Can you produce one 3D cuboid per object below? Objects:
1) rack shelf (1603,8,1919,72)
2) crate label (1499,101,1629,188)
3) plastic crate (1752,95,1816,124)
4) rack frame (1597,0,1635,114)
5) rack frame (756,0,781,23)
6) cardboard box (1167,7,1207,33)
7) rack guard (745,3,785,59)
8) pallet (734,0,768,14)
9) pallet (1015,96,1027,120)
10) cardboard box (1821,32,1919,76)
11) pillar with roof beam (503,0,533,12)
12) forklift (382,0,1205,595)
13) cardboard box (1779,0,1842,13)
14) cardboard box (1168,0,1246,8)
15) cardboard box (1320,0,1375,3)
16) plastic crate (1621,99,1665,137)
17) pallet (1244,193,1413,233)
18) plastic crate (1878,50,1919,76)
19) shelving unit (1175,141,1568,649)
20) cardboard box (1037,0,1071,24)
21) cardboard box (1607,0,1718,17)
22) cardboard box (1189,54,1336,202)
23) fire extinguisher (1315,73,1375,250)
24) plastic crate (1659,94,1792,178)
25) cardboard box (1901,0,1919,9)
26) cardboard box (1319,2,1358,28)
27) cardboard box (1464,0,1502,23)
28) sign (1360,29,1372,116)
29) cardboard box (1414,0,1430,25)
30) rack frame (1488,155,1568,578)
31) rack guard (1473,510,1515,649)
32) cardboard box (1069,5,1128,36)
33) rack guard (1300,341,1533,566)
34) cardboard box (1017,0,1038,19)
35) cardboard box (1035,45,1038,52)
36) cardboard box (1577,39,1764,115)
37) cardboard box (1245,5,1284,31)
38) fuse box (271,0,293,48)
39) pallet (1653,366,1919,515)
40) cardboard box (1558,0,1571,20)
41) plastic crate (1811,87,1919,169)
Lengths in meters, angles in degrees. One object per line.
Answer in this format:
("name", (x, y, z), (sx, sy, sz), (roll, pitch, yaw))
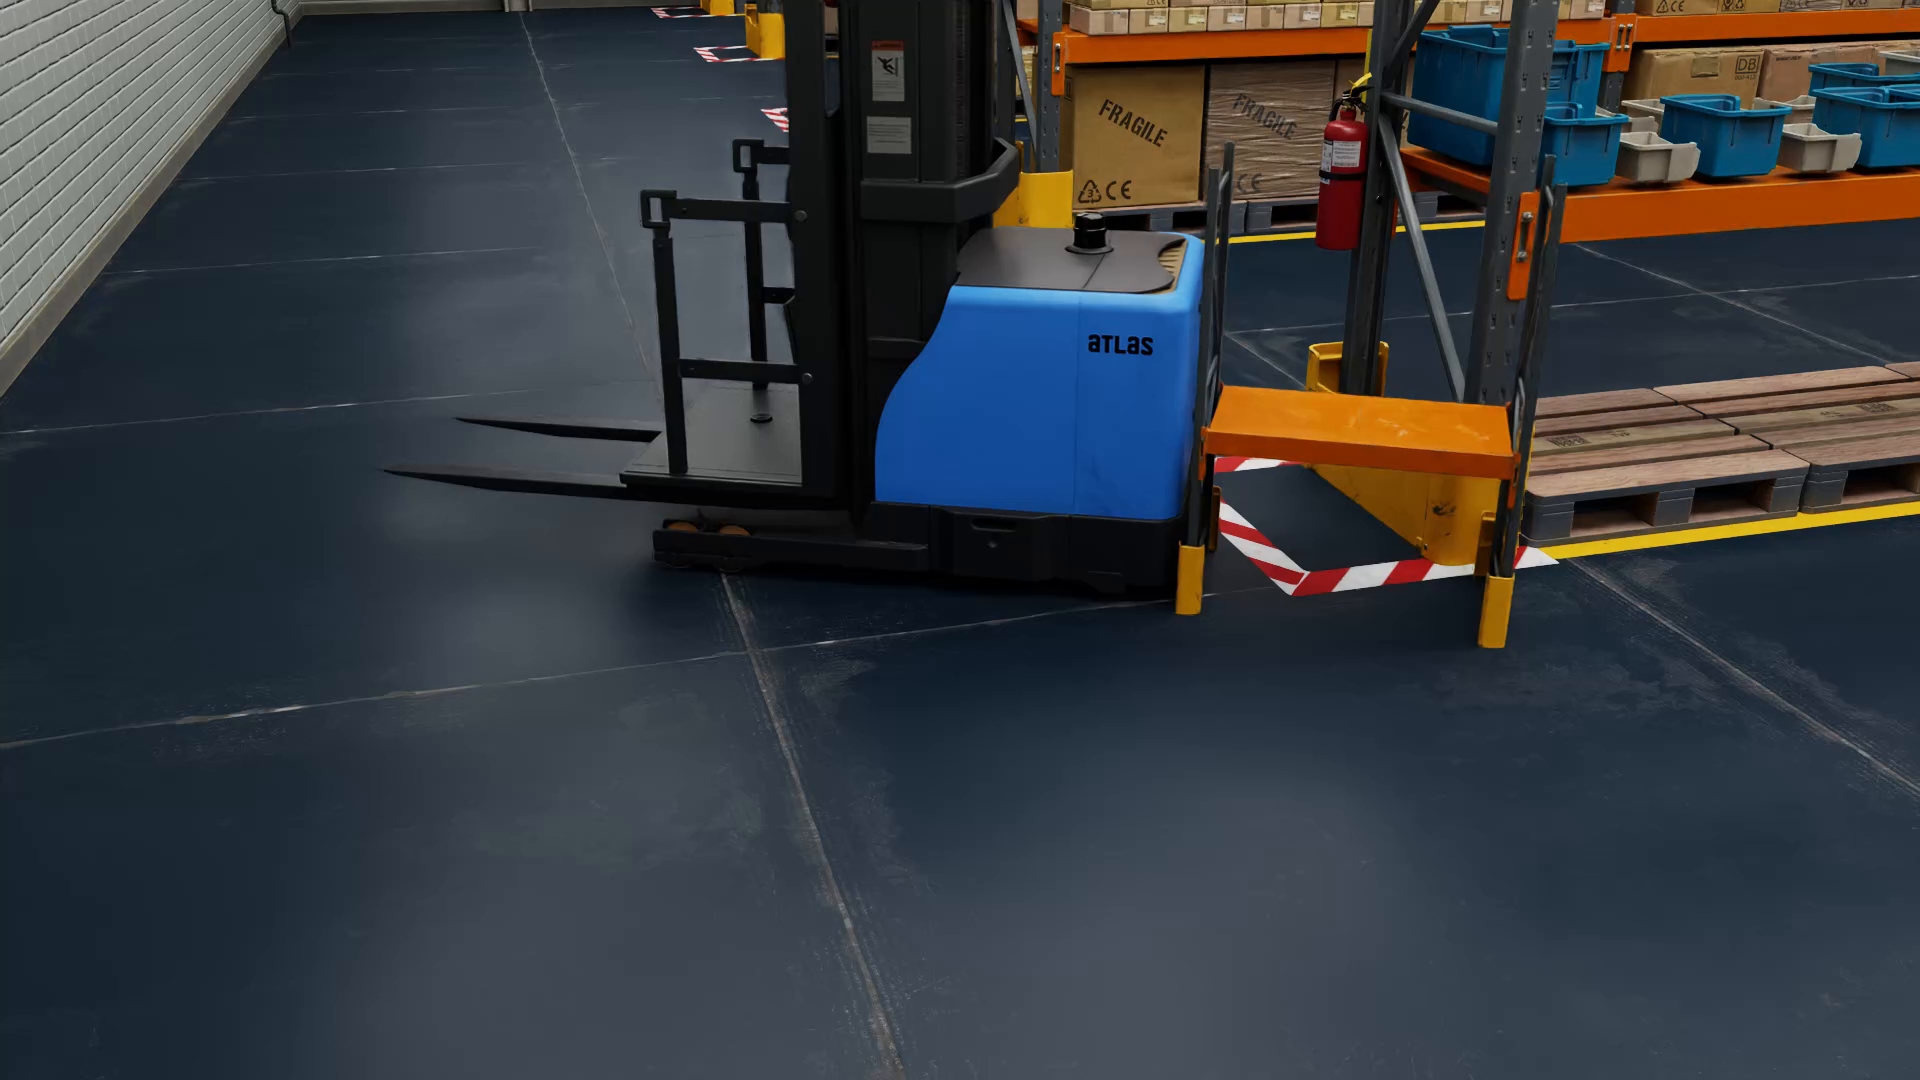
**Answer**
("rack shelf", (6.198, -3.714, 12.015), (4.000, 0.370, 1.077), (-6, 24, -14))
("crate label", (2.086, -1.377, 5.792), (0.303, 0.233, 0.416), (-6, 24, -14))
("plastic crate", (3.320, -1.690, 6.644), (0.250, 0.136, 0.298), (-6, 24, -14))
("rack frame", (4.272, -3.832, 11.376), (0.127, 3.000, 1.000), (-6, 24, -14))
("rack frame", (-2.256, -7.168, 19.152), (0.127, 3.000, 1.000), (-6, 24, -14))
("cardboard box", (1.345, -3.258, 10.358), (0.250, 0.149, 0.380), (-7, 24, -16))
("rack guard", (-2.279, -6.017, 19.639), (0.348, 0.500, 1.175), (-6, 24, -14))
("pallet", (-2.760, -7.864, 24.310), (1.213, 0.211, 1.003), (-6, 24, -14))
("pallet", (0.043, -4.099, 15.536), (1.213, 0.211, 1.003), (-6, 24, -14))
("cardboard box", (6.593, -3.317, 12.338), (0.875, 0.875, 1.225), (-6, 24, -14))
("pillar with roof beam", (-5.277, -10.230, 18.679), (0.400, 9.000, 9.100), (-6, 24, -14))
("forklift", (-0.644, -1.427, 5.860), (3.031, 2.935, 1.130), (4, 24, 10))
("cardboard box", (5.748, -3.939, 11.499), (0.500, 0.500, 0.500), (-7, 24, -16))
("cardboard box", (1.455, -3.480, 10.369), (0.500, 0.250, 0.500), (-7, 24, -15))
("cardboard box", (2.440, -3.590, 10.625), (0.500, 0.250, 0.500), (-7, 24, -15))
("plastic crate", (2.778, -1.613, 6.463), (0.243, 0.136, 0.396), (-6, 24, -14))
("pallet", (2.342, -2.368, 11.500), (1.213, 0.211, 1.003), (-6, 24, -14))
("plastic crate", (4.090, -1.832, 6.789), (0.530, 0.282, 0.437), (-6, 24, -14))
("shelving unit", (1.325, -0.498, 5.508), (1.083, 1.500, 0.587), (6, 24, 13))
("cardboard box", (0.675, -3.453, 10.813), (0.250, 0.149, 0.380), (-6, 24, -13))
("cardboard box", (4.783, -3.832, 11.250), (0.500, 0.500, 0.500), (-6, 24, -14))
("cardboard box", (1.892, -2.818, 11.175), (0.875, 0.875, 0.875), (-6, 24, -14))
("fire extinguisher", (1.491, -1.475, 6.454), (0.183, 0.674, 0.296), (-6, 24, -14))
("plastic crate", (2.719, -1.447, 5.956), (0.300, 0.233, 0.416), (-6, 24, -14))
("cardboard box", (6.735, -4.050, 11.757), (0.500, 0.500, 0.500), (-7, 24, -16))
("cardboard box", (2.333, -3.367, 10.612), (0.250, 0.149, 0.380), (-7, 24, -16))
("cardboard box", (3.325, -3.477, 10.869), (0.250, 0.149, 0.380), (-6, 24, -13))
("sign", (1.595, -1.807, 6.451), (0.005, 0.325, 0.100), (-6, 24, -14))
("cardboard box", (2.830, -3.423, 10.741), (0.250, 0.149, 0.380), (-7, 24, -15))
("rack frame", (1.827, -0.447, 5.391), (0.032, 1.500, 0.500), (6, 24, 13))
("rack guard", (1.808, 0.125, 5.641), (0.087, 0.250, 0.587), (6, 24, 13))
("cardboard box", (0.852, -3.203, 10.229), (0.250, 0.149, 0.380), (-6, 24, -14))
("rack guard", (1.739, -0.369, 6.476), (0.348, 0.500, 1.175), (-6, 24, -14))
("cardboard box", (0.962, -6.584, 20.506), (0.875, 0.438, 0.875), (-7, 24, -15))
("cardboard box", (0.771, -4.520, 15.308), (0.250, 0.149, 0.380), (-5, 24, -12))
("cardboard box", (4.883, -3.124, 11.889), (0.875, 0.875, 1.225), (-6, 24, -14))
("cardboard box", (1.841, -3.313, 10.486), (0.250, 0.149, 0.380), (-7, 24, -15))
("fuse box", (-8.106, -6.780, 19.880), (0.414, 1.711, 0.539), (-6, 24, -14))
("pallet", (3.736, -0.446, 7.021), (1.213, 0.211, 1.003), (-6, 24, -14))
("cardboard box", (3.819, -3.532, 10.996), (0.250, 0.149, 0.380), (-6, 24, -13))
("plastic crate", (3.353, -1.518, 6.119), (0.300, 0.233, 0.416), (-6, 24, -14))
